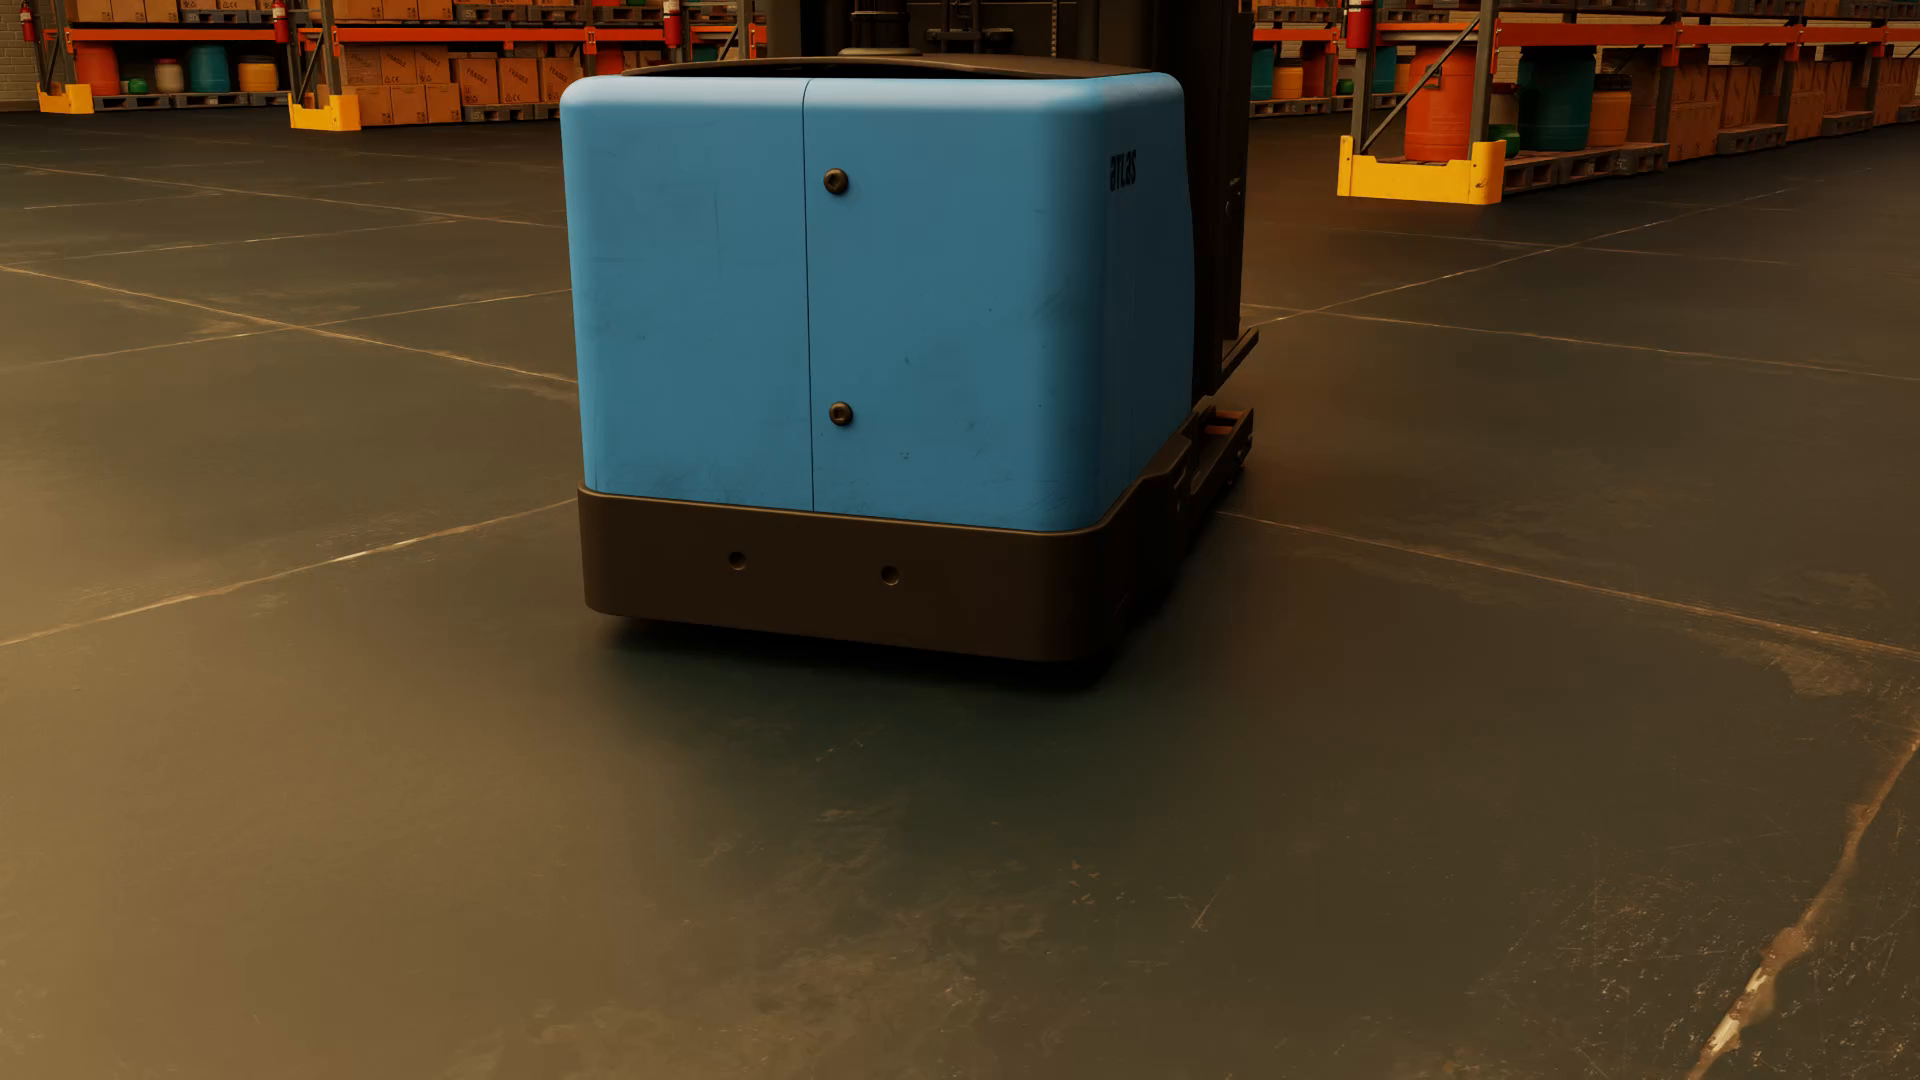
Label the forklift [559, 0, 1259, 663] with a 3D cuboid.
[{"bbox_3d":[0.182,-1.571,4.072,1.130,2.935,3.031,5,18,17],"label":"forklift"}]
